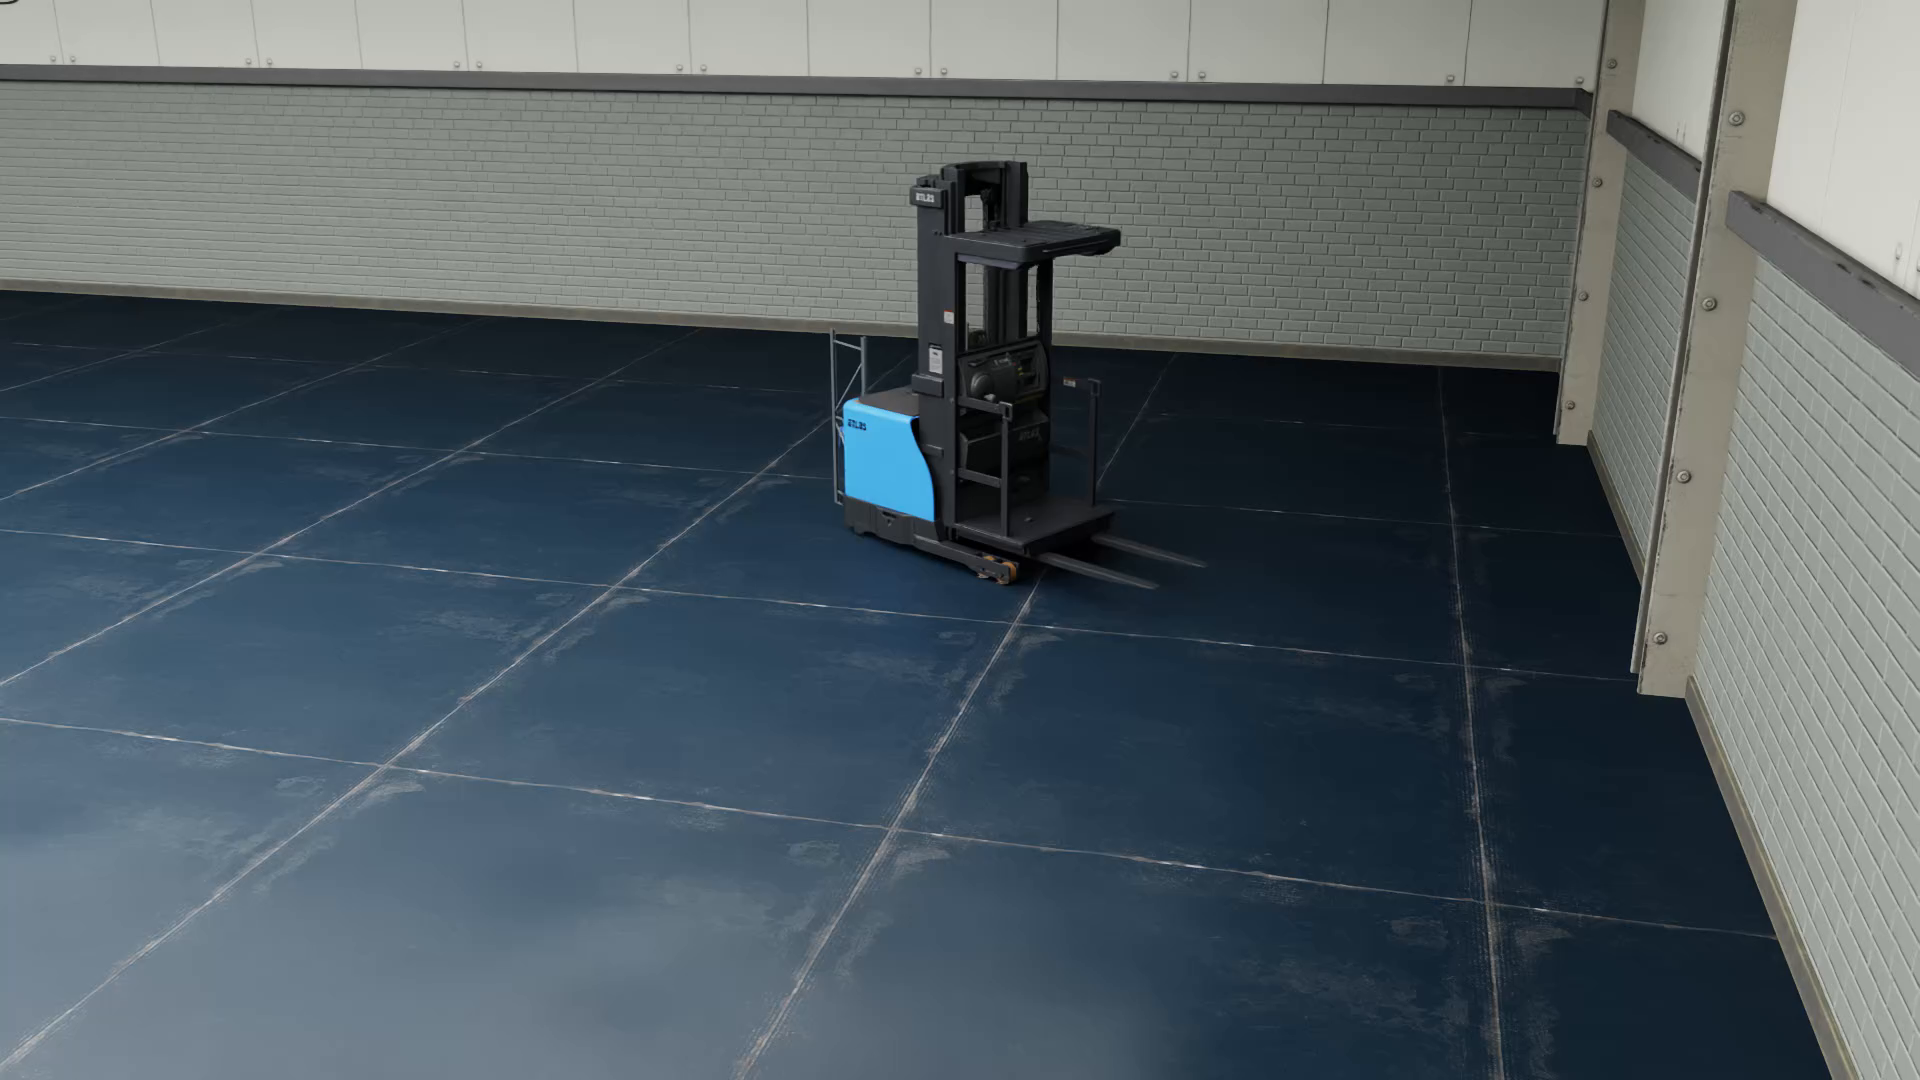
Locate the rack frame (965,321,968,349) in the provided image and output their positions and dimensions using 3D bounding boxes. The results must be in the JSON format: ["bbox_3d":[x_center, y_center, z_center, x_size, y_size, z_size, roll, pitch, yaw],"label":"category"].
[{"bbox_3d":[-0.093,-1.167,14.282,0.032,1.500,0.500,-14,23,-35],"label":"rack frame"}]

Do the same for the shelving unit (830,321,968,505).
[{"bbox_3d":[-0.499,-1.068,13.992,1.048,1.500,0.538,-14,23,-35],"label":"shelving unit"}]

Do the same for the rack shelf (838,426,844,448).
[{"bbox_3d":[-0.499,-0.898,14.050,1.000,0.185,0.538,-14,23,-35],"label":"rack shelf"}]

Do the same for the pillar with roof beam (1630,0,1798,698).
[{"bbox_3d":[0.256,-3.689,10.066,9.100,9.000,0.400,5,19,13],"label":"pillar with roof beam"}]

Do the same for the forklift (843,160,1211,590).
[{"bbox_3d":[0.479,-1.250,12.312,3.031,2.935,1.130,17,25,41],"label":"forklift"}]

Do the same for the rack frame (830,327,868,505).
[{"bbox_3d":[-0.905,-0.969,13.703,0.032,1.500,0.500,-14,23,-35],"label":"rack frame"}]

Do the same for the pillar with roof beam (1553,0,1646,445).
[{"bbox_3d":[1.722,-5.570,15.572,9.100,9.000,0.400,5,19,13],"label":"pillar with roof beam"}]

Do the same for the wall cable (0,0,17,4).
[{"bbox_3d":[-13.445,-9.391,21.498,2.305,6.003,0.169,5,19,13],"label":"wall cable"}]
